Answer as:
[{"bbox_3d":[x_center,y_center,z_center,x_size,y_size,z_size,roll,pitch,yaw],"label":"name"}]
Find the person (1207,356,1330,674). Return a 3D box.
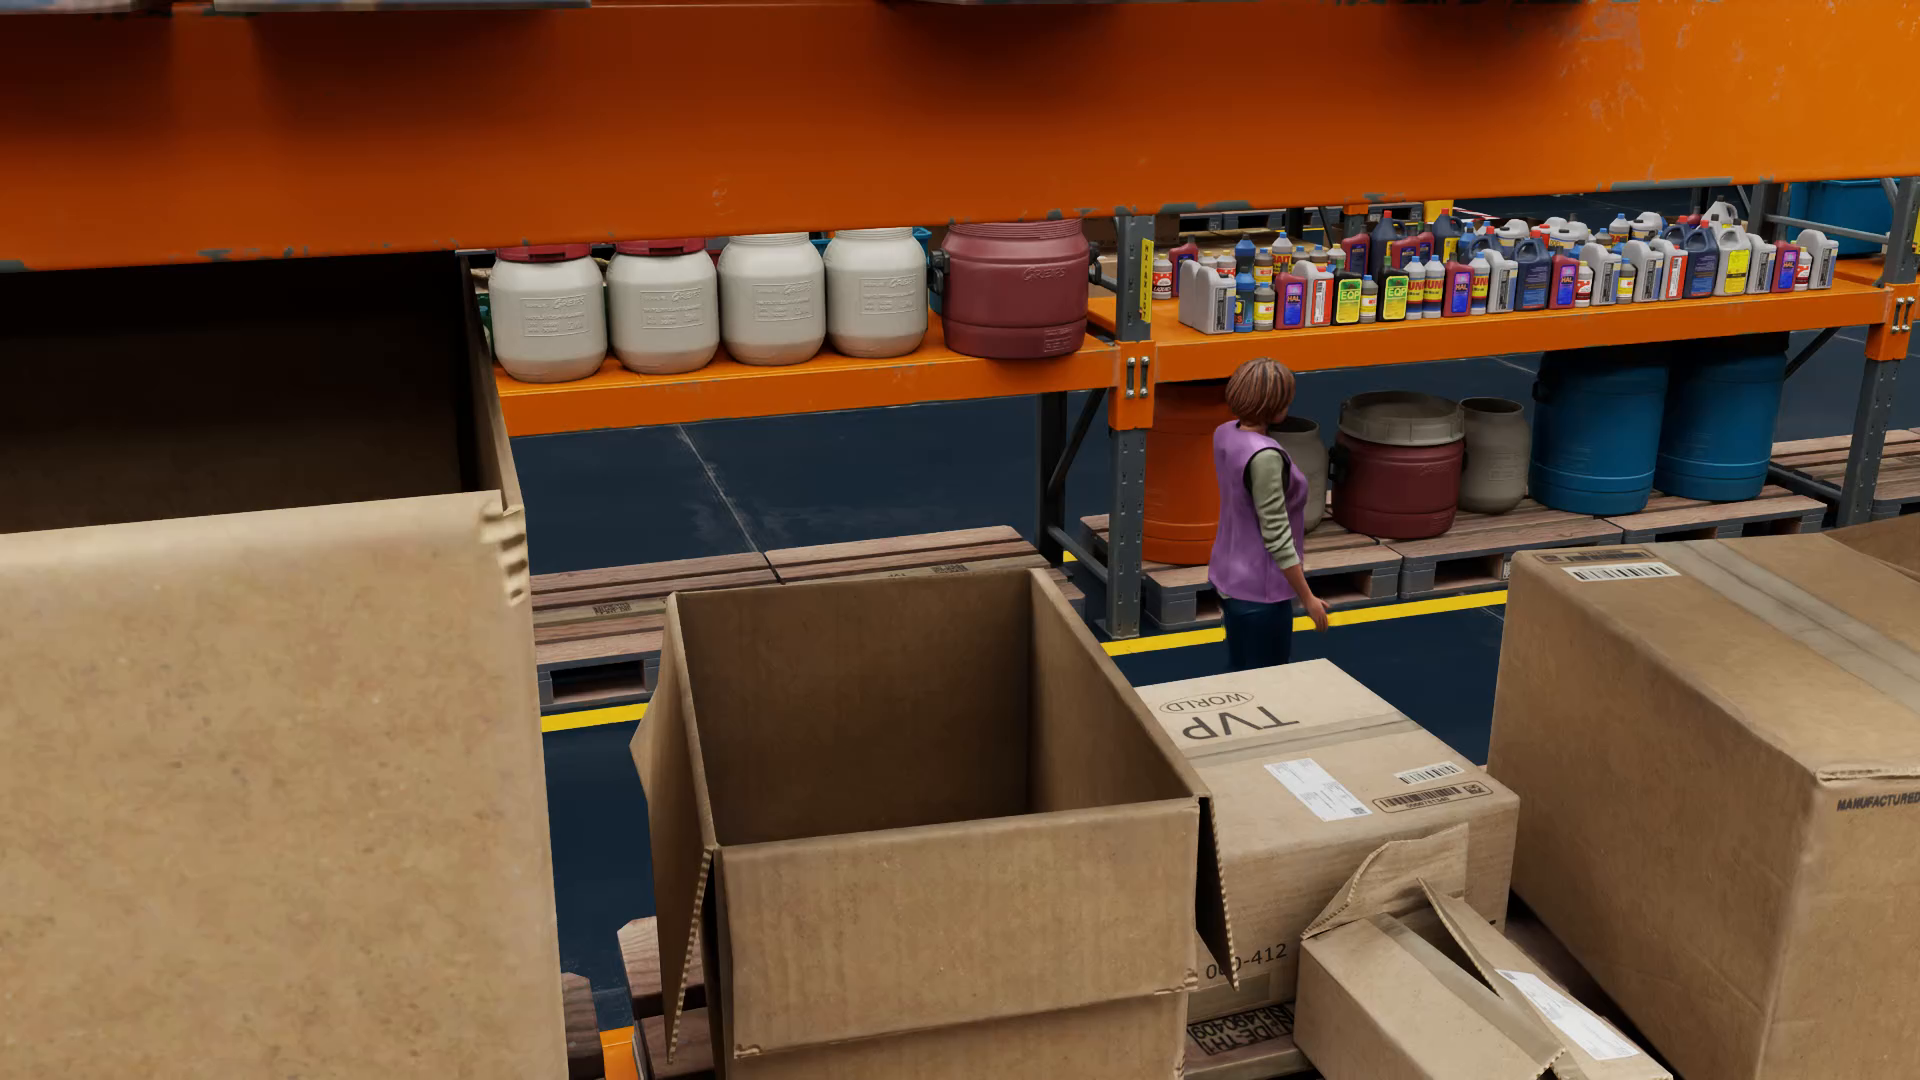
[{"bbox_3d":[1.027,0.197,5.592,0.422,1.665,0.461,-4,20,-10],"label":"person"}]
